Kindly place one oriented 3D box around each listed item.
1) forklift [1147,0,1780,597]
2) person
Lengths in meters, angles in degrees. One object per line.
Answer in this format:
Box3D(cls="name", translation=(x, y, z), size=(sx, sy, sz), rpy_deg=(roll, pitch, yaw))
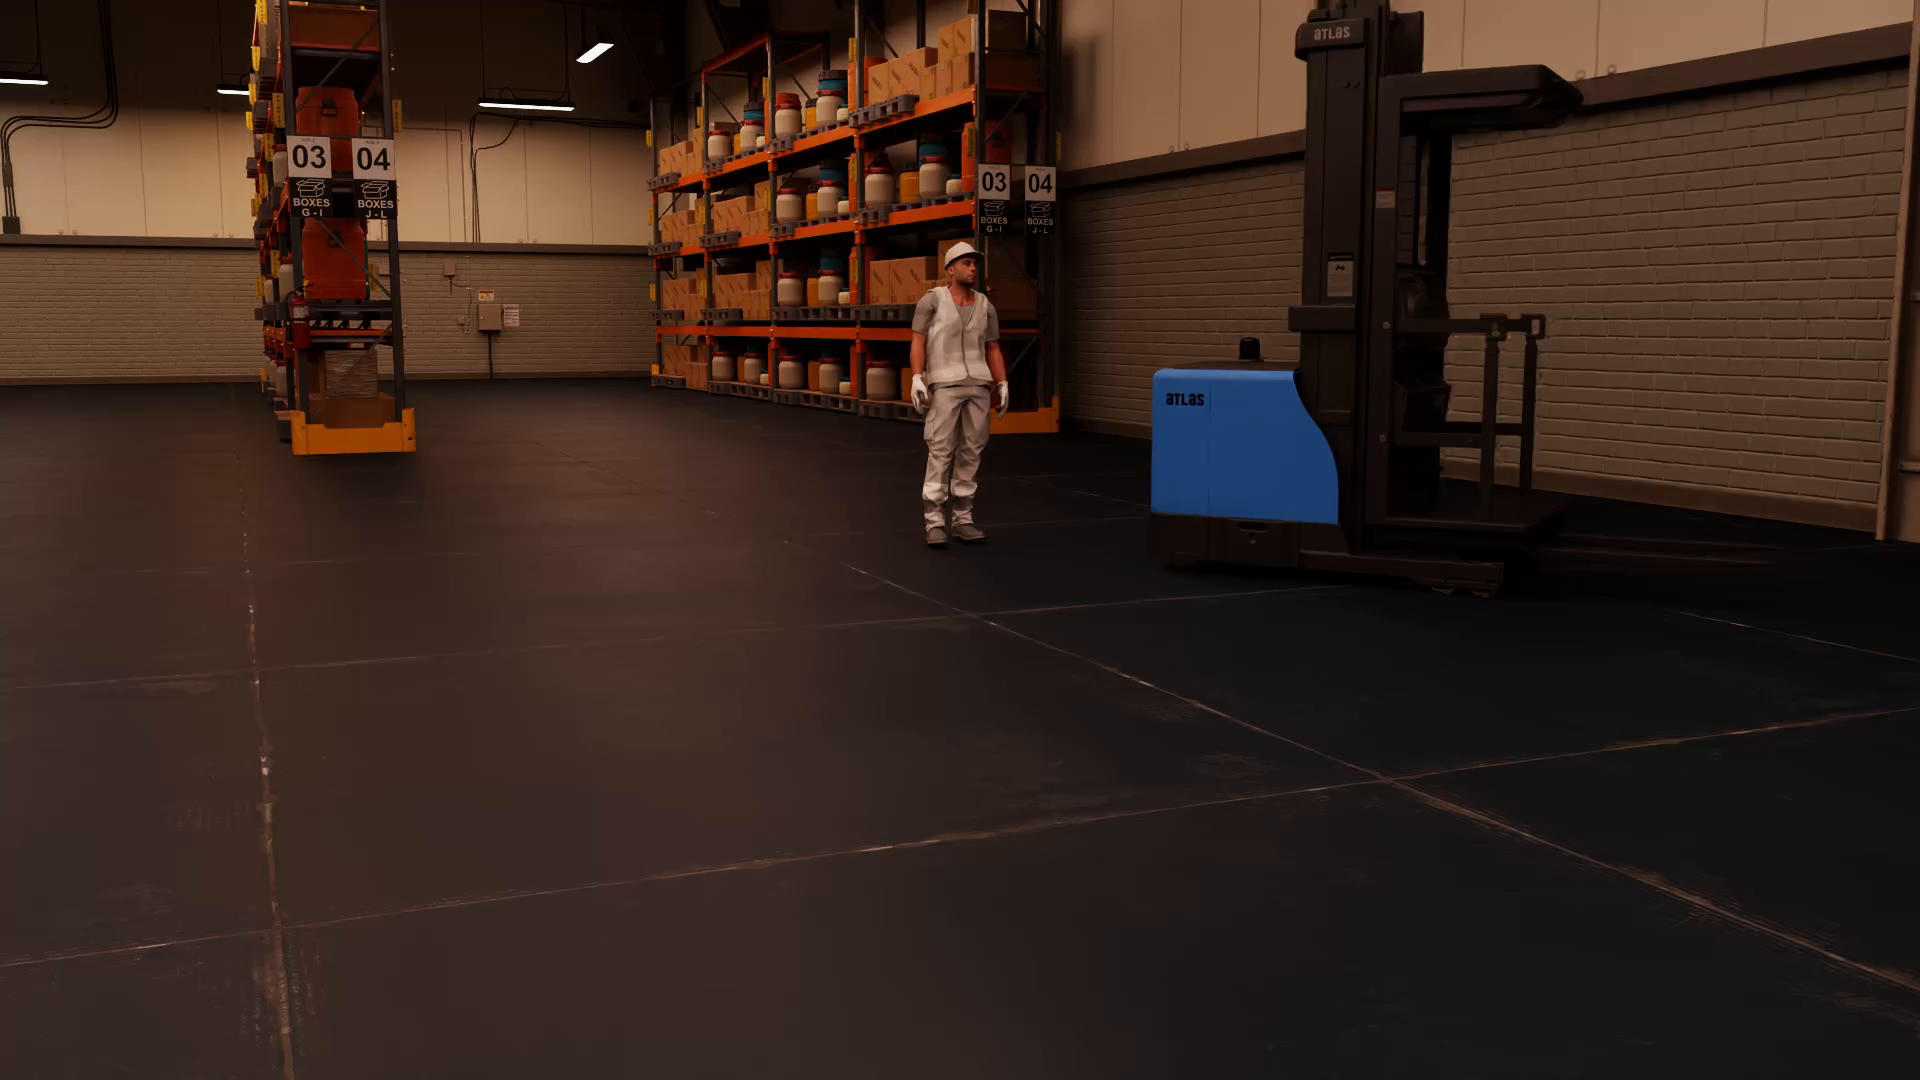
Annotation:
Box3D(cls="forklift", translation=(2.550, -1.255, 8.461), size=(3.031, 2.935, 1.130), rpy_deg=(4, 9, 29))
Box3D(cls="person", translation=(0.021, -0.884, 9.958), size=(0.637, 1.790, 0.562), rpy_deg=(-3, 8, -23))
